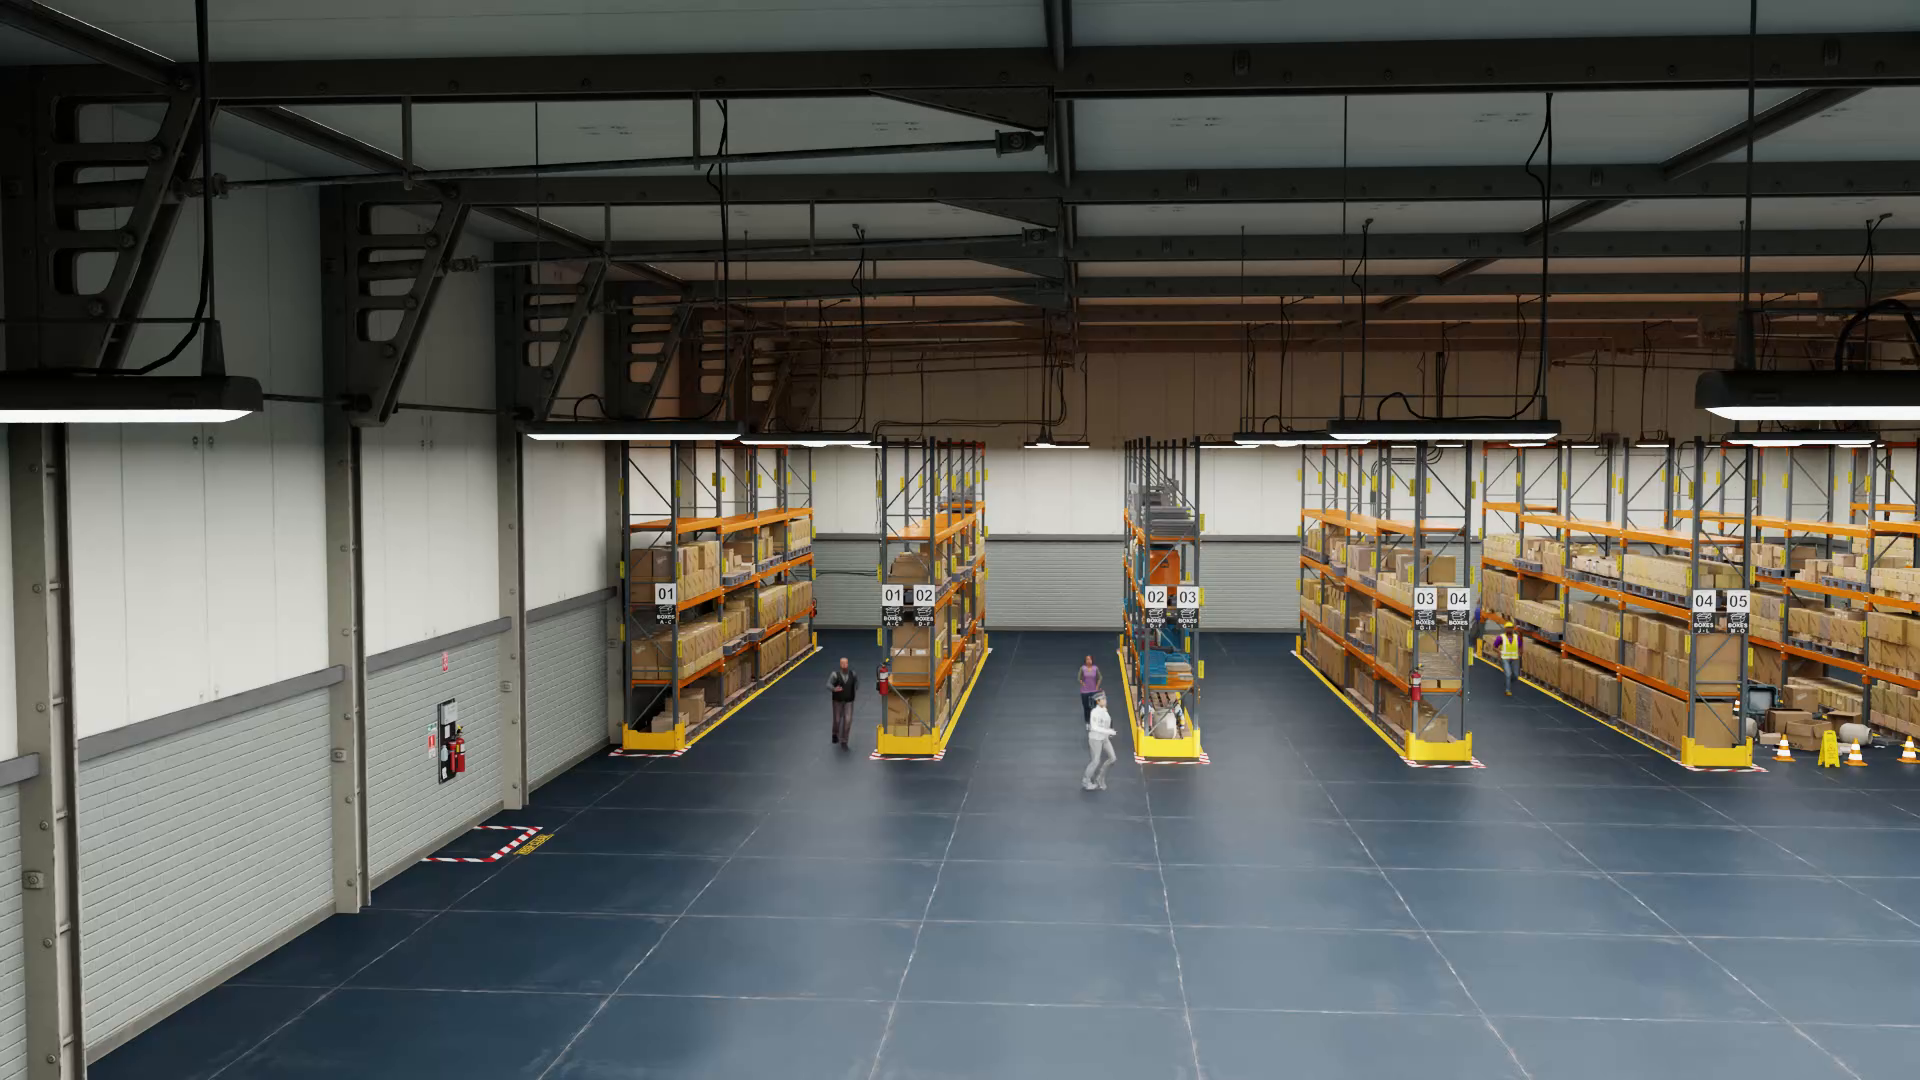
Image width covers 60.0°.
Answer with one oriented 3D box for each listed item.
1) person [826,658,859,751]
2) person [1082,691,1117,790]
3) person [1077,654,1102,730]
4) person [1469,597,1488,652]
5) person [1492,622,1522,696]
[{"bbox_3d":[-2.256,3.142,32.108,0.664,1.745,0.857,-1,3,-11],"label":"person"},{"bbox_3d":[2.382,3.392,28.043,0.675,1.717,0.632,2,4,35],"label":"person"},{"bbox_3d":[2.646,3.162,33.892,0.512,1.467,0.593,0,3,3],"label":"person"},{"bbox_3d":[14.796,2.407,47.341,0.523,1.603,0.630,0,3,-9],"label":"person"},{"bbox_3d":[12.838,2.780,38.936,0.700,1.719,0.625,0,3,2],"label":"person"}]
